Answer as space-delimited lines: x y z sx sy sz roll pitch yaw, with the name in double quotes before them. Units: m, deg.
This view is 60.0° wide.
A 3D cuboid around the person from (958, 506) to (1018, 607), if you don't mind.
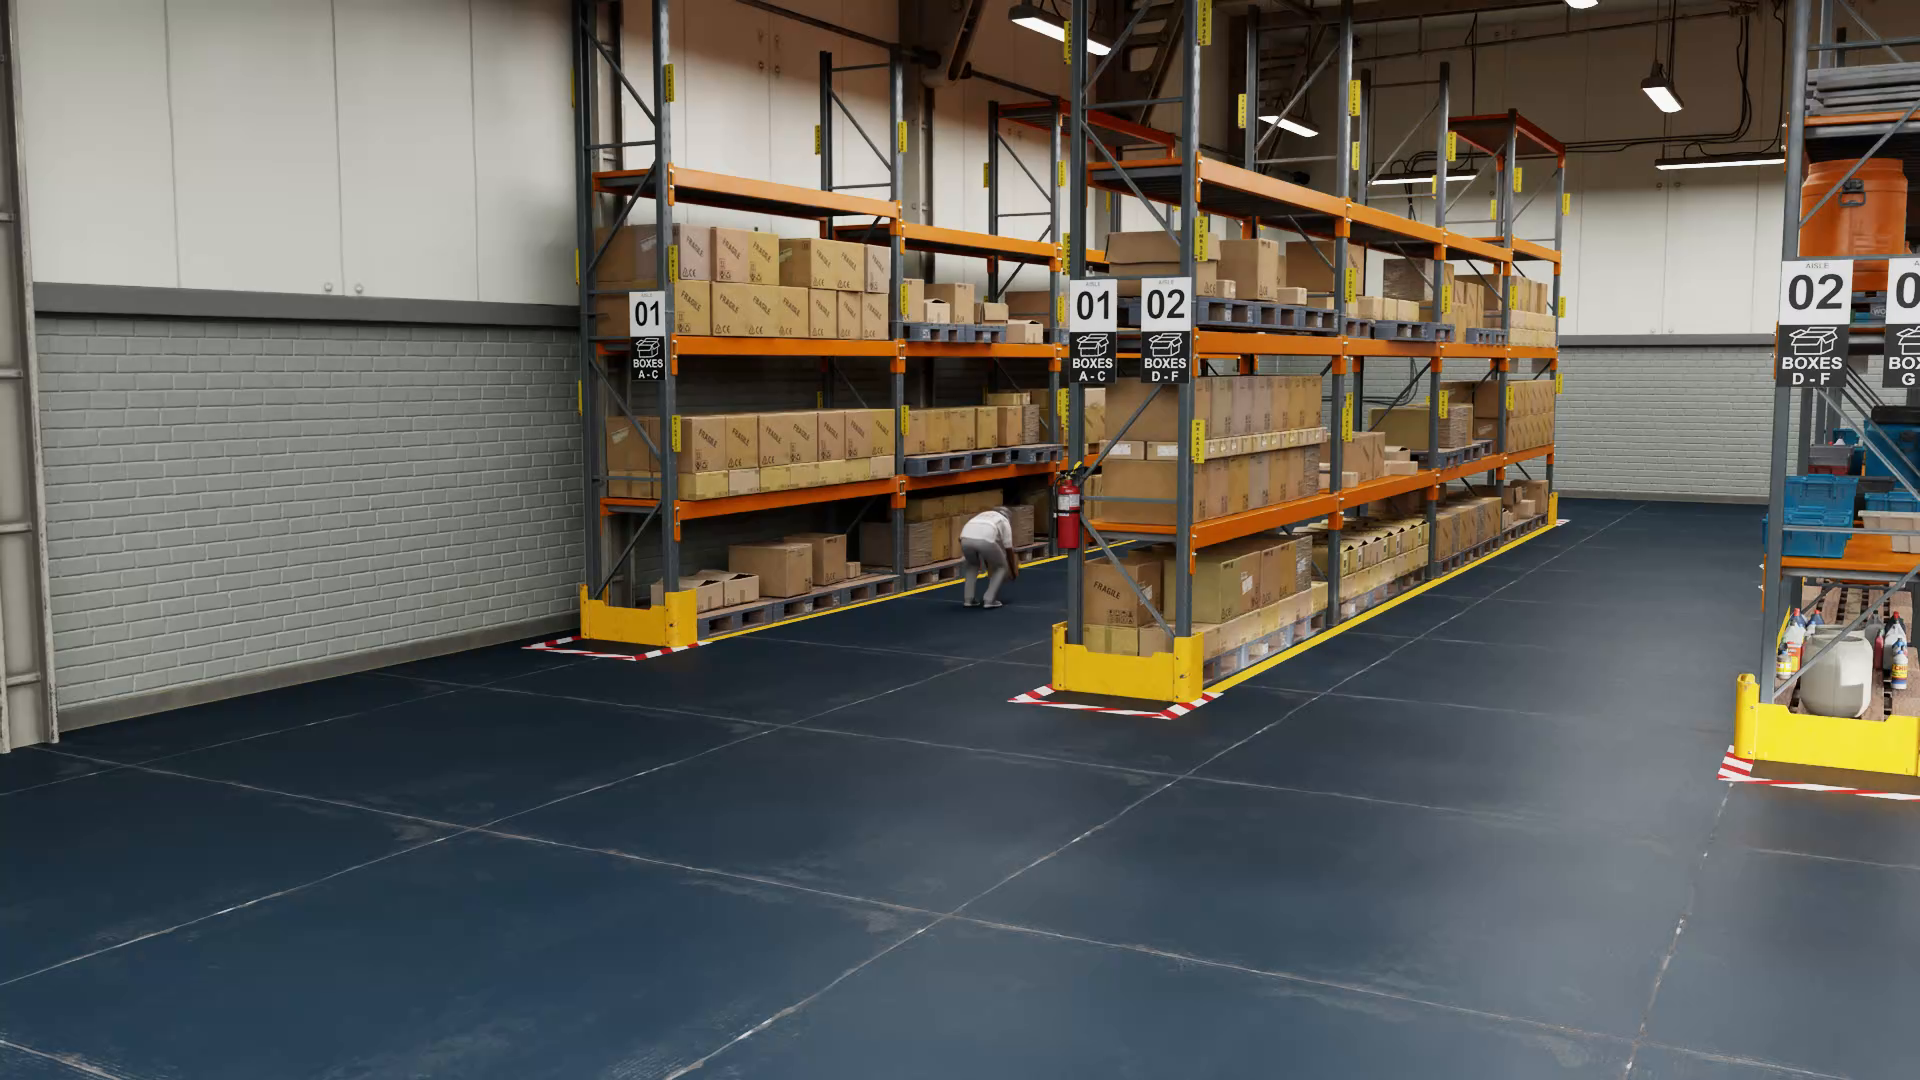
"person" 0.315 0.179 17.714 0.464 1.029 0.933 3 7 26
